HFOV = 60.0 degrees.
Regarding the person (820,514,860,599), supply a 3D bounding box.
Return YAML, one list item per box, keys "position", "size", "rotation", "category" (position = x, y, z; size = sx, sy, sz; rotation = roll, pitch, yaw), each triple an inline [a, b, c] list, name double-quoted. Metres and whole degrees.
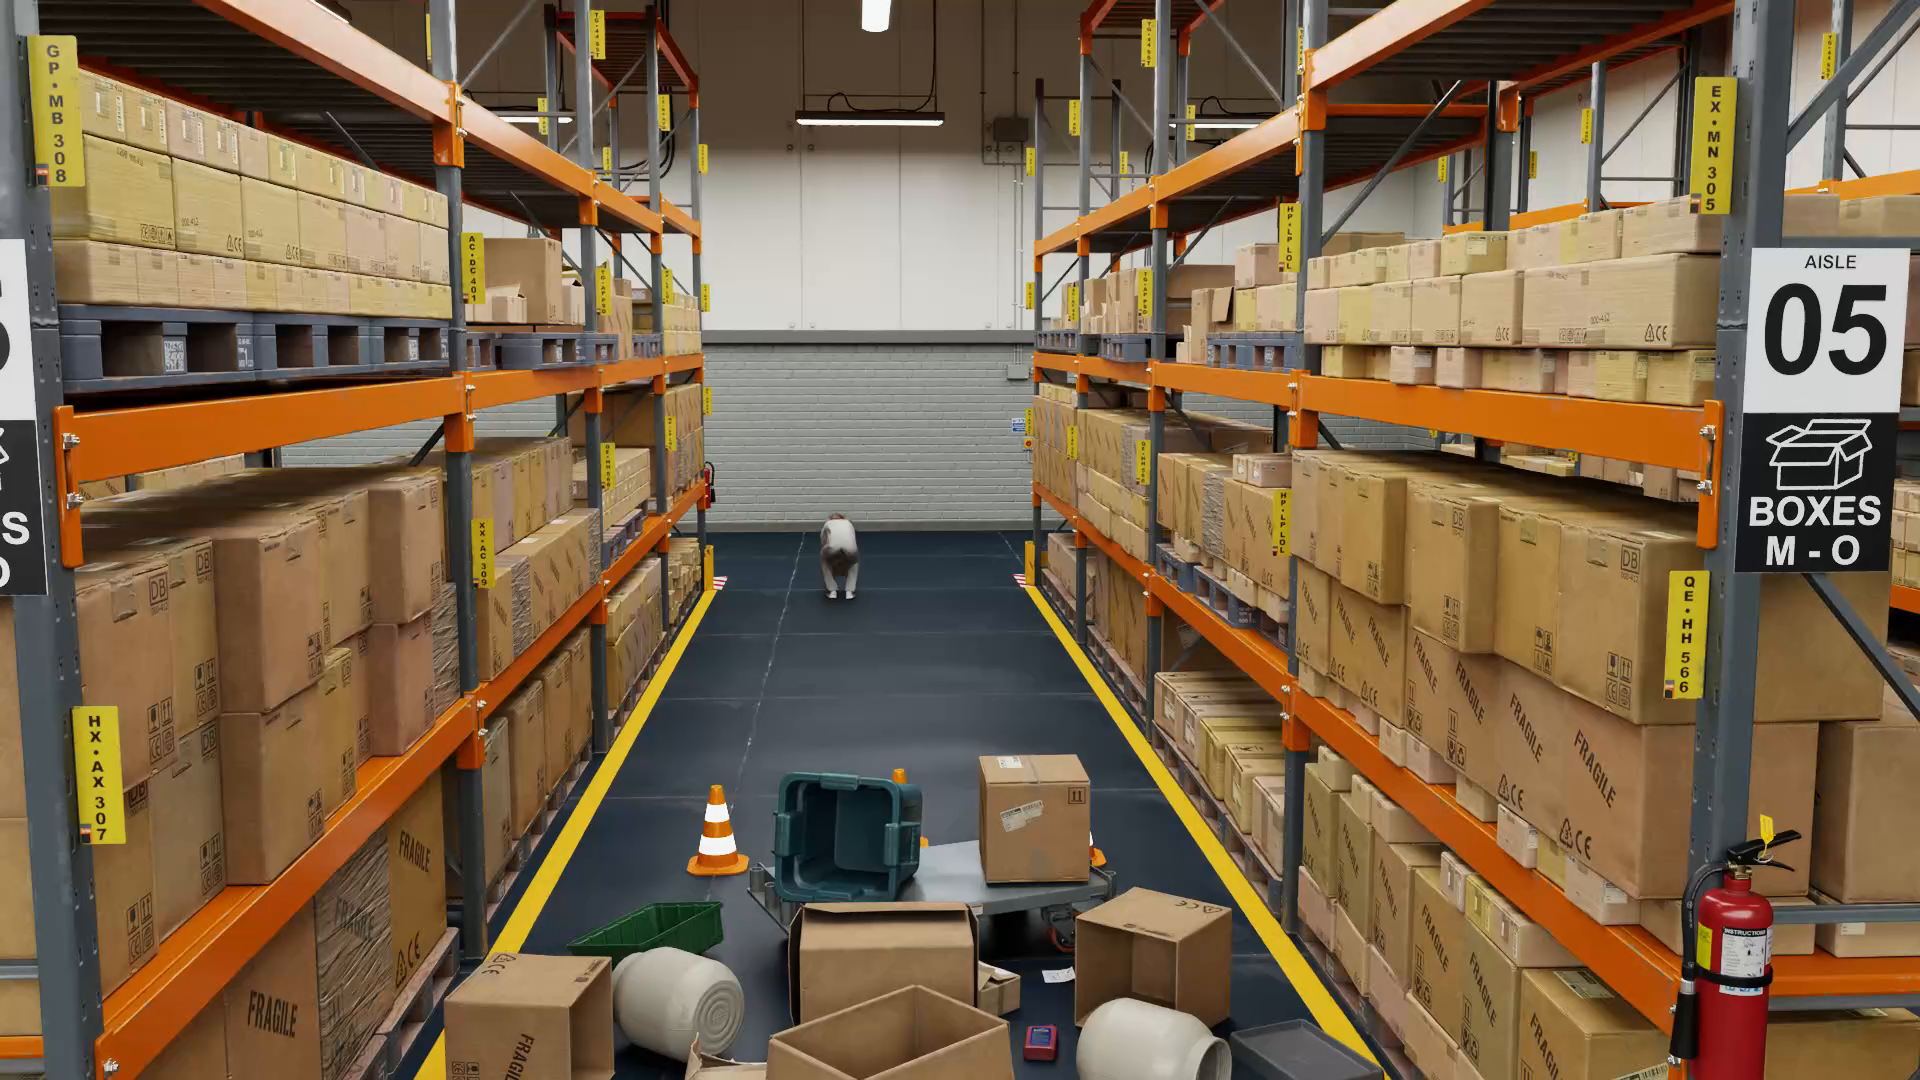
- position: [-1.388, 0.179, 19.300]
  size: [0.449, 0.949, 0.854]
  rotation: [-1, 7, -6]
  category: "person"
